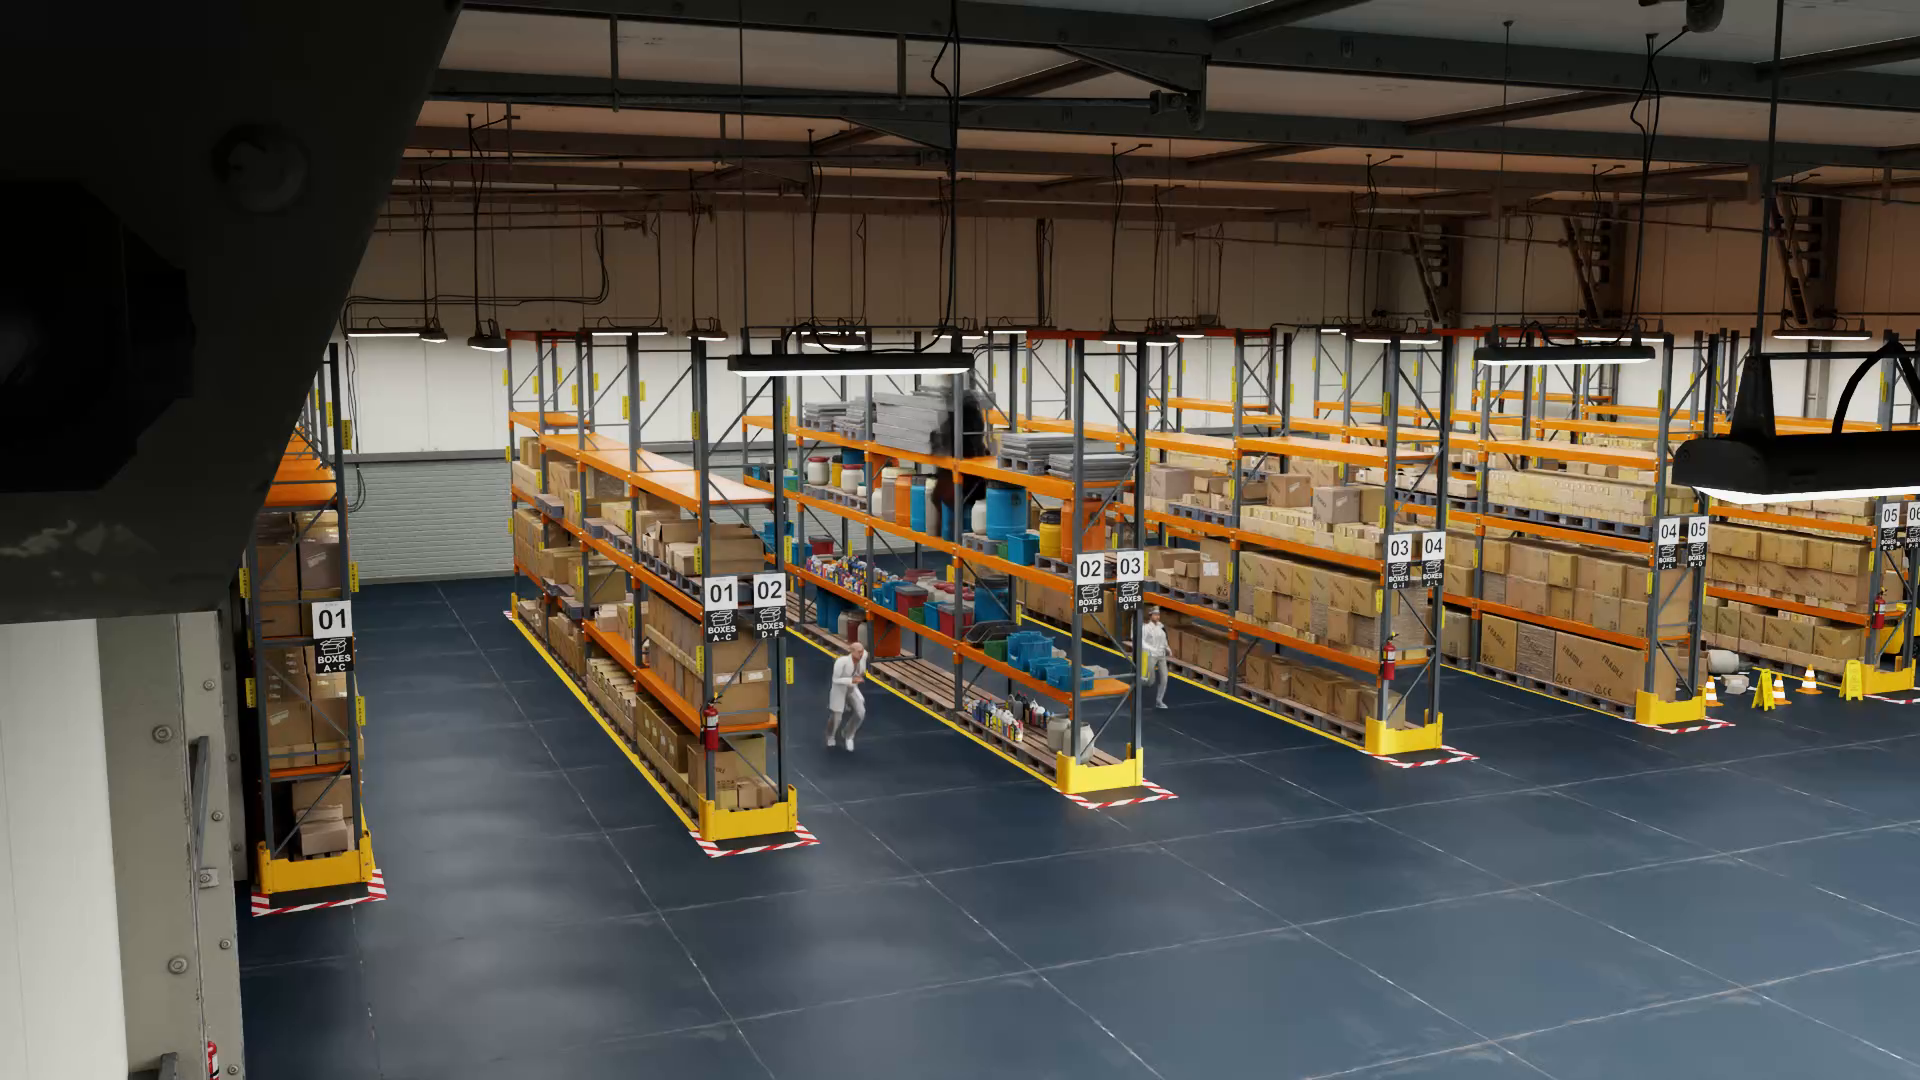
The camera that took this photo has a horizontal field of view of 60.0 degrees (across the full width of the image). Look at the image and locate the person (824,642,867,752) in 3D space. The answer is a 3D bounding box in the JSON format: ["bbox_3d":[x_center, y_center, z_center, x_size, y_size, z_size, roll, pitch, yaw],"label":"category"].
[{"bbox_3d":[-1.629,2.253,24.129,0.738,1.671,1.051,-6,10,-39],"label":"person"}]

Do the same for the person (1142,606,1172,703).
[{"bbox_3d":[3.129,1.843,26.825,0.625,1.594,0.627,-5,9,-31],"label":"person"}]
